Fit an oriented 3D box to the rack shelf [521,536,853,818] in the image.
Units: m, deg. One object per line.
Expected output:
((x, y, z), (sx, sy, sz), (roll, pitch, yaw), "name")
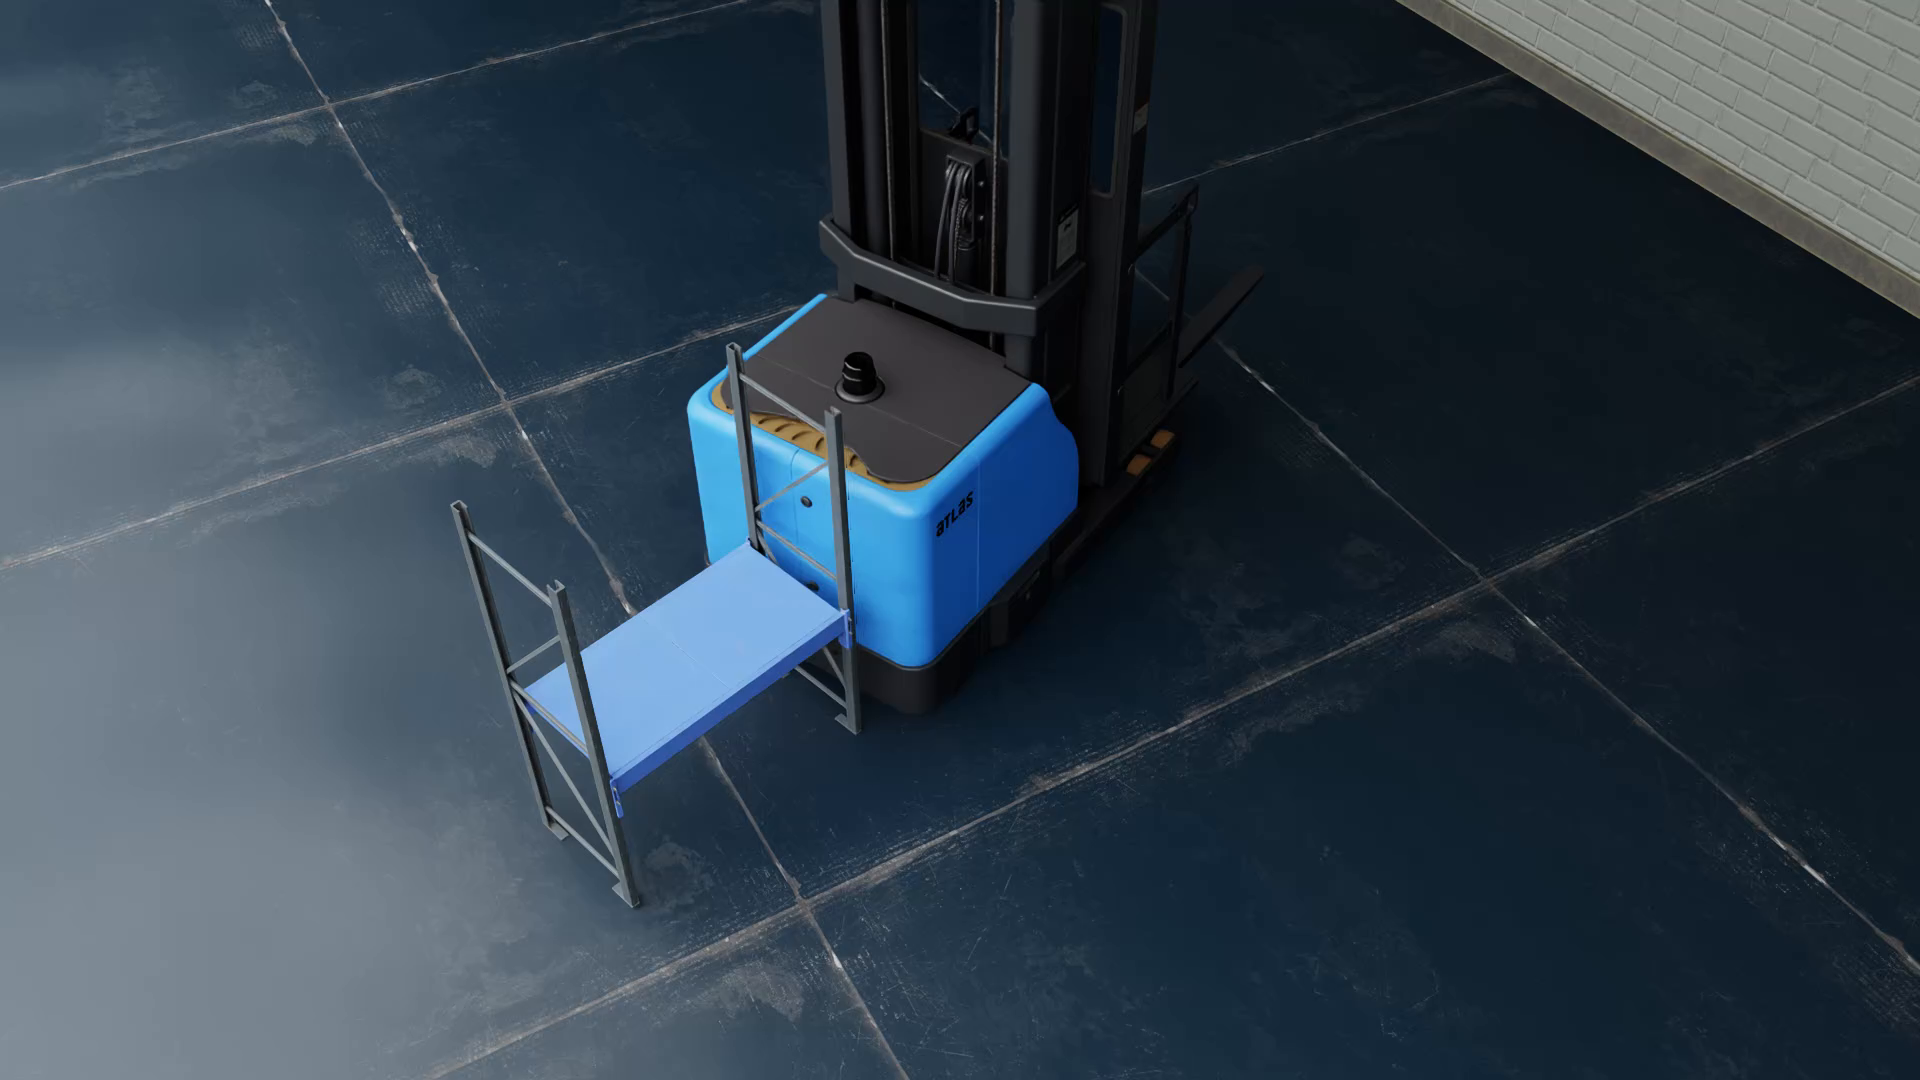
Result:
((-0.898, 0.426, 5.493), (0.538, 0.185, 1.000), (34, 53, 30), "rack shelf")

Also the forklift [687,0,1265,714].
((0.288, -1.418, 6.107), (1.130, 2.935, 3.031), (26, 50, 24), "forklift")

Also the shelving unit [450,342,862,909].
((-0.898, 0.297, 5.367), (0.538, 1.500, 1.048), (34, 53, 30), "shelving unit")

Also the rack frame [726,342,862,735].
((-0.546, 0.041, 5.630), (0.500, 1.500, 0.032), (34, 53, 30), "rack frame")

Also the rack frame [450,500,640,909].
((-1.251, 0.552, 5.104), (0.500, 1.500, 0.032), (34, 53, 30), "rack frame")
